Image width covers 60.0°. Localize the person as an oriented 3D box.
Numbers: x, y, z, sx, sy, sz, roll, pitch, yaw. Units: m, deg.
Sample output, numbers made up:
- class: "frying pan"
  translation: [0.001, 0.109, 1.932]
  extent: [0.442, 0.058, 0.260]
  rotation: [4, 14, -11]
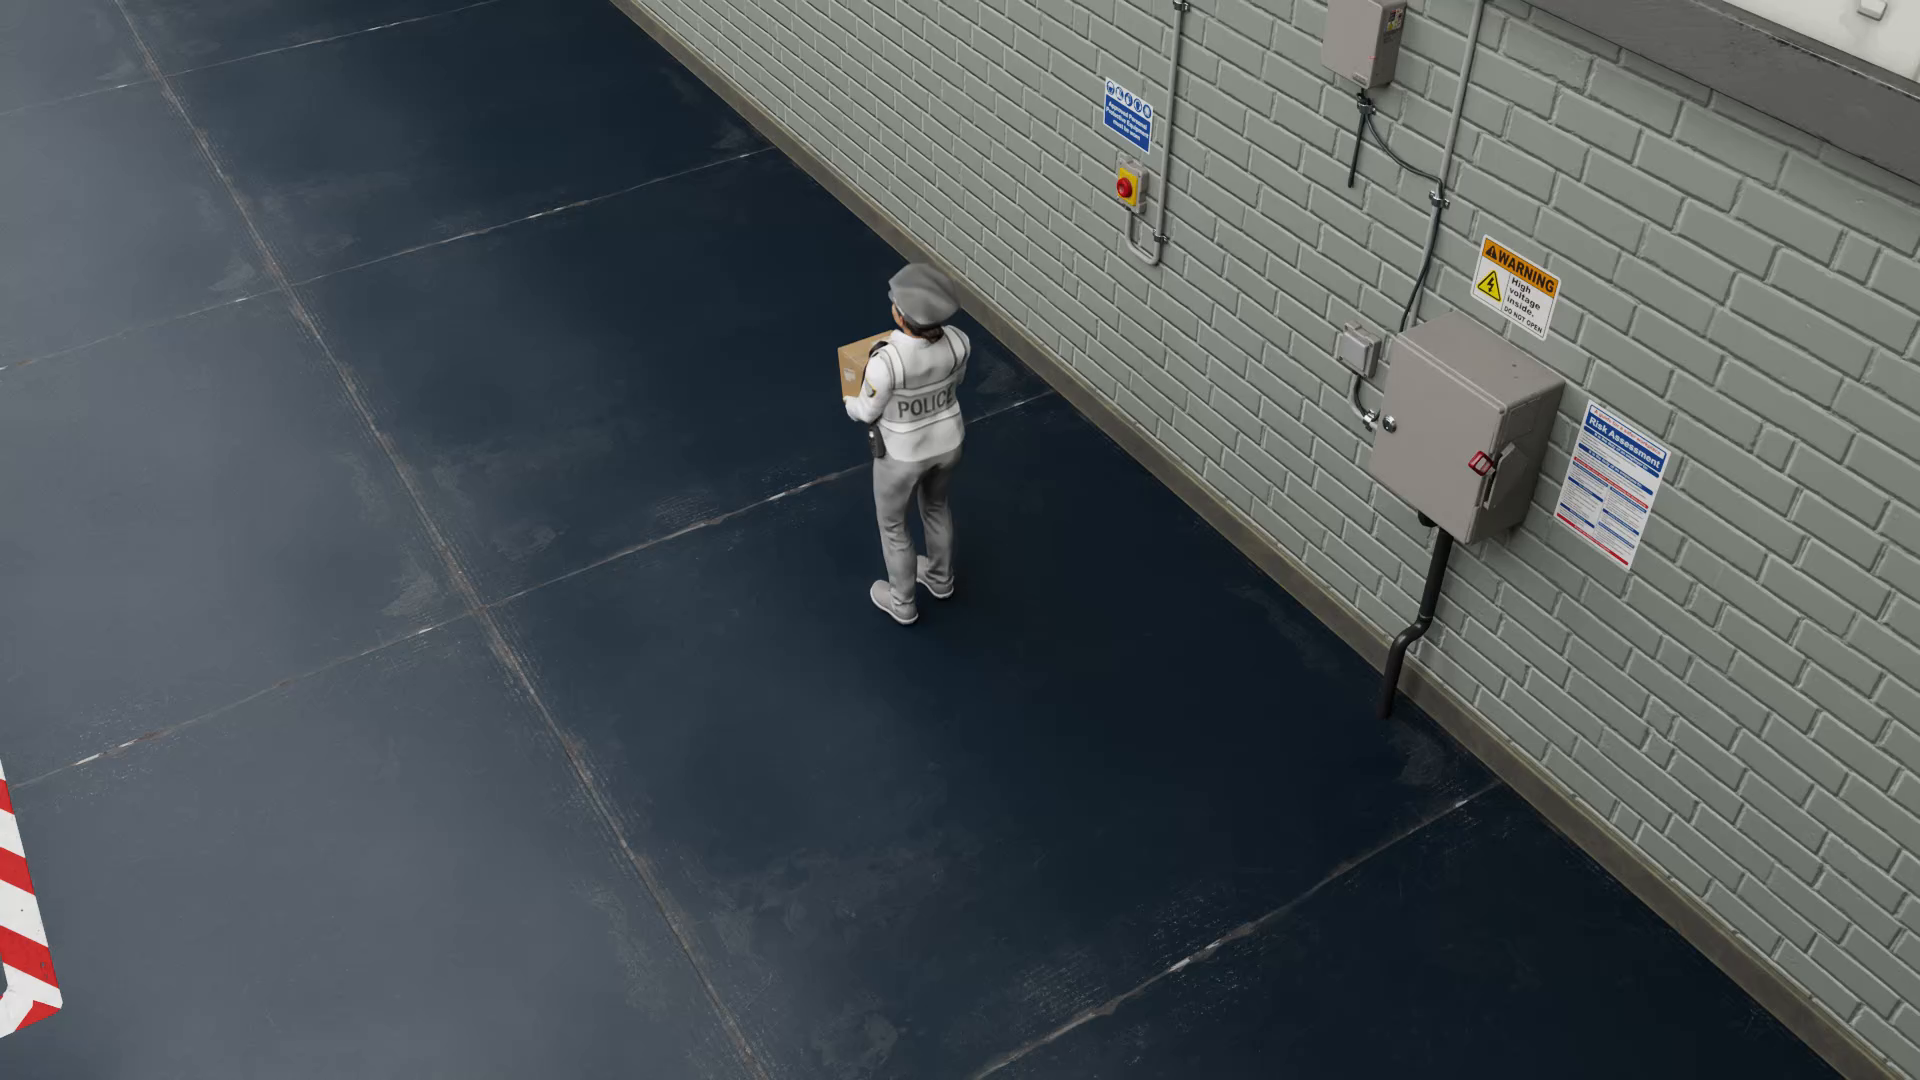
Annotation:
- class: "person"
  translation: [-0.207, -0.407, 6.606]
  extent: [0.460, 1.686, 0.564]
  rotation: [-22, 46, -24]
